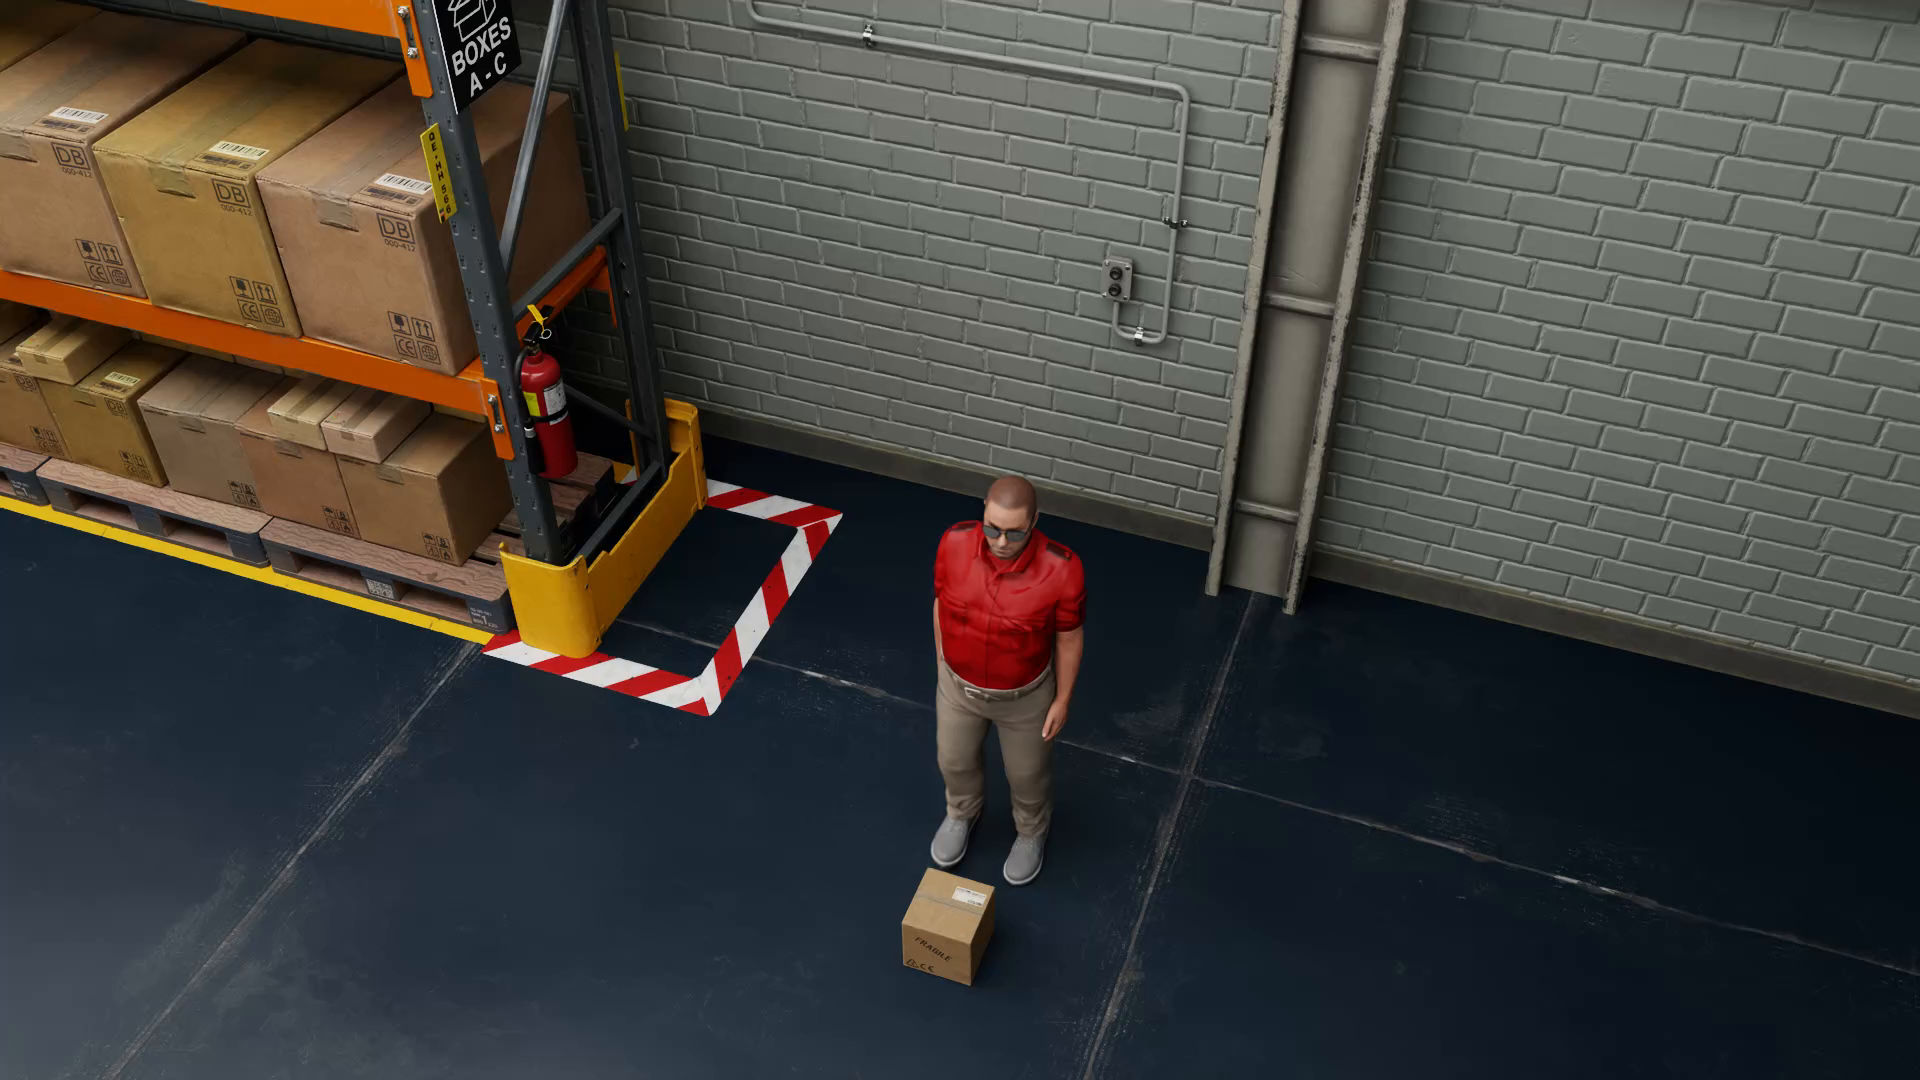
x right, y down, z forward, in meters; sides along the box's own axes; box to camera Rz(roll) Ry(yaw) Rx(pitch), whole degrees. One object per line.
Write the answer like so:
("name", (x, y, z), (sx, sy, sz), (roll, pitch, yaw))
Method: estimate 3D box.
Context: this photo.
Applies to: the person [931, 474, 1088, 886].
("person", (0.138, 0.496, 5.612), (0.527, 1.722, 0.356), (15, 43, 16))
